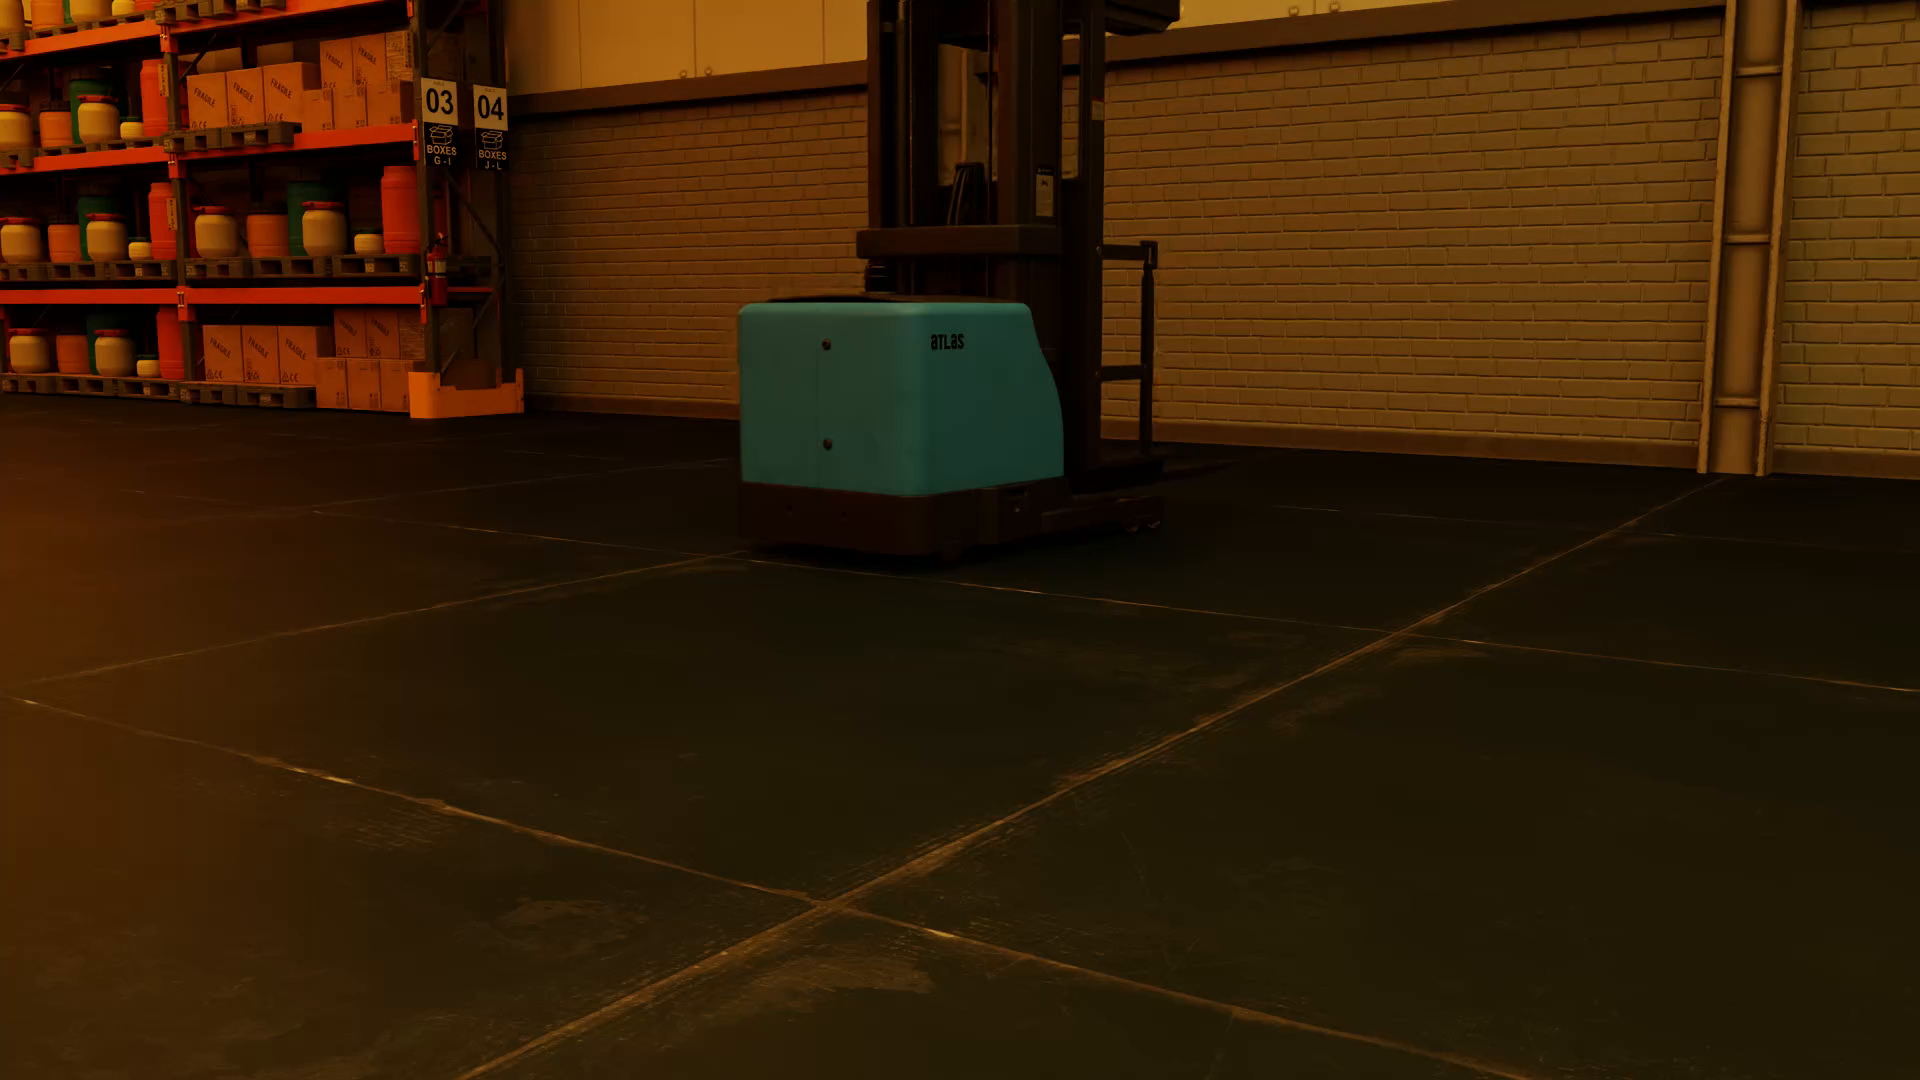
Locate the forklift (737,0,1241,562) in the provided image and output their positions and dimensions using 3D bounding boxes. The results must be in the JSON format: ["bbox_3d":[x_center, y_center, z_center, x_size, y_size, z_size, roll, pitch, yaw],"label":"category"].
[{"bbox_3d":[0.336,-1.523,7.900,1.130,2.935,3.031,6,10,37],"label":"forklift"}]
